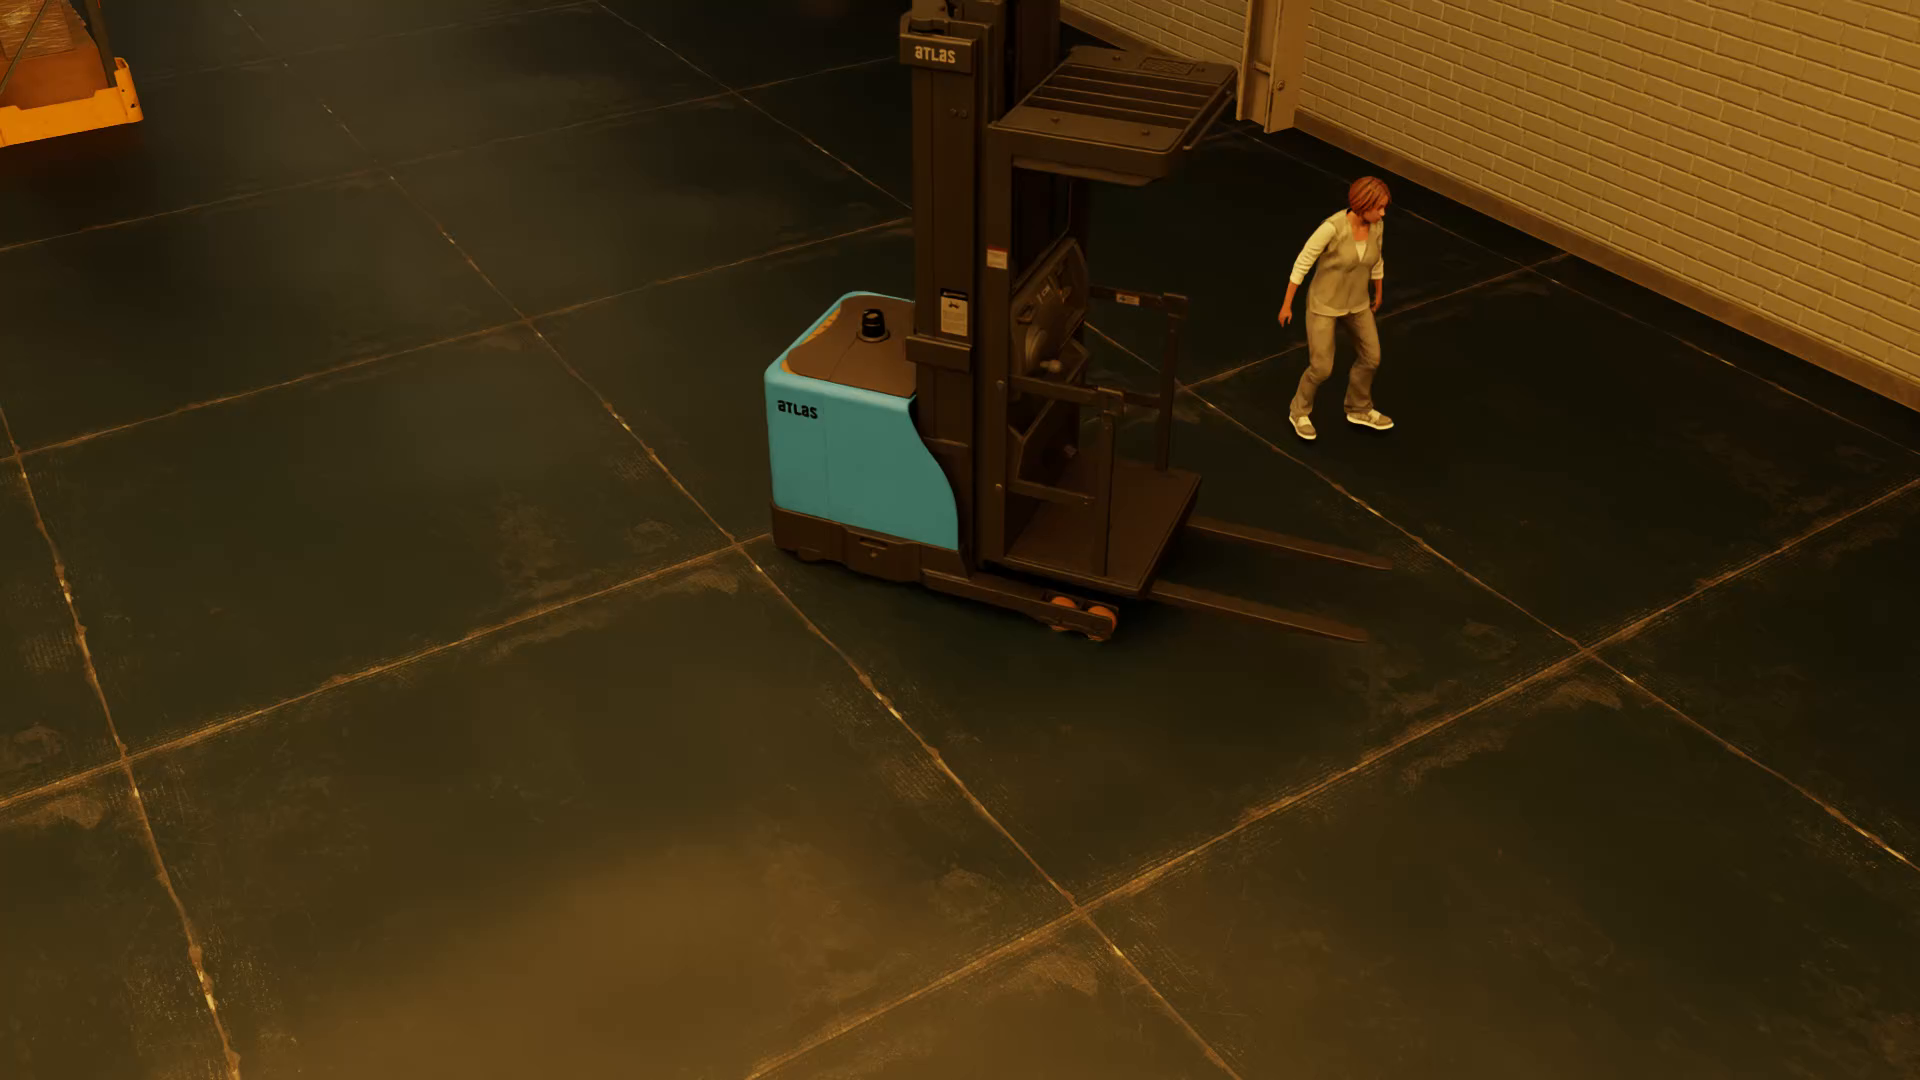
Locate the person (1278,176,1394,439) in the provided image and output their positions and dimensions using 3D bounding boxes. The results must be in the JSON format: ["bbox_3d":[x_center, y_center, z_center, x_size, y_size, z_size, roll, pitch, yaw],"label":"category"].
[{"bbox_3d":[2.099,-1.273,9.095,0.726,1.561,0.385,-13,37,-17],"label":"person"}]

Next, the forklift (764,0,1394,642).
[{"bbox_3d":[0.602,-1.062,7.659,3.031,2.935,1.130,13,37,18],"label":"forklift"}]
